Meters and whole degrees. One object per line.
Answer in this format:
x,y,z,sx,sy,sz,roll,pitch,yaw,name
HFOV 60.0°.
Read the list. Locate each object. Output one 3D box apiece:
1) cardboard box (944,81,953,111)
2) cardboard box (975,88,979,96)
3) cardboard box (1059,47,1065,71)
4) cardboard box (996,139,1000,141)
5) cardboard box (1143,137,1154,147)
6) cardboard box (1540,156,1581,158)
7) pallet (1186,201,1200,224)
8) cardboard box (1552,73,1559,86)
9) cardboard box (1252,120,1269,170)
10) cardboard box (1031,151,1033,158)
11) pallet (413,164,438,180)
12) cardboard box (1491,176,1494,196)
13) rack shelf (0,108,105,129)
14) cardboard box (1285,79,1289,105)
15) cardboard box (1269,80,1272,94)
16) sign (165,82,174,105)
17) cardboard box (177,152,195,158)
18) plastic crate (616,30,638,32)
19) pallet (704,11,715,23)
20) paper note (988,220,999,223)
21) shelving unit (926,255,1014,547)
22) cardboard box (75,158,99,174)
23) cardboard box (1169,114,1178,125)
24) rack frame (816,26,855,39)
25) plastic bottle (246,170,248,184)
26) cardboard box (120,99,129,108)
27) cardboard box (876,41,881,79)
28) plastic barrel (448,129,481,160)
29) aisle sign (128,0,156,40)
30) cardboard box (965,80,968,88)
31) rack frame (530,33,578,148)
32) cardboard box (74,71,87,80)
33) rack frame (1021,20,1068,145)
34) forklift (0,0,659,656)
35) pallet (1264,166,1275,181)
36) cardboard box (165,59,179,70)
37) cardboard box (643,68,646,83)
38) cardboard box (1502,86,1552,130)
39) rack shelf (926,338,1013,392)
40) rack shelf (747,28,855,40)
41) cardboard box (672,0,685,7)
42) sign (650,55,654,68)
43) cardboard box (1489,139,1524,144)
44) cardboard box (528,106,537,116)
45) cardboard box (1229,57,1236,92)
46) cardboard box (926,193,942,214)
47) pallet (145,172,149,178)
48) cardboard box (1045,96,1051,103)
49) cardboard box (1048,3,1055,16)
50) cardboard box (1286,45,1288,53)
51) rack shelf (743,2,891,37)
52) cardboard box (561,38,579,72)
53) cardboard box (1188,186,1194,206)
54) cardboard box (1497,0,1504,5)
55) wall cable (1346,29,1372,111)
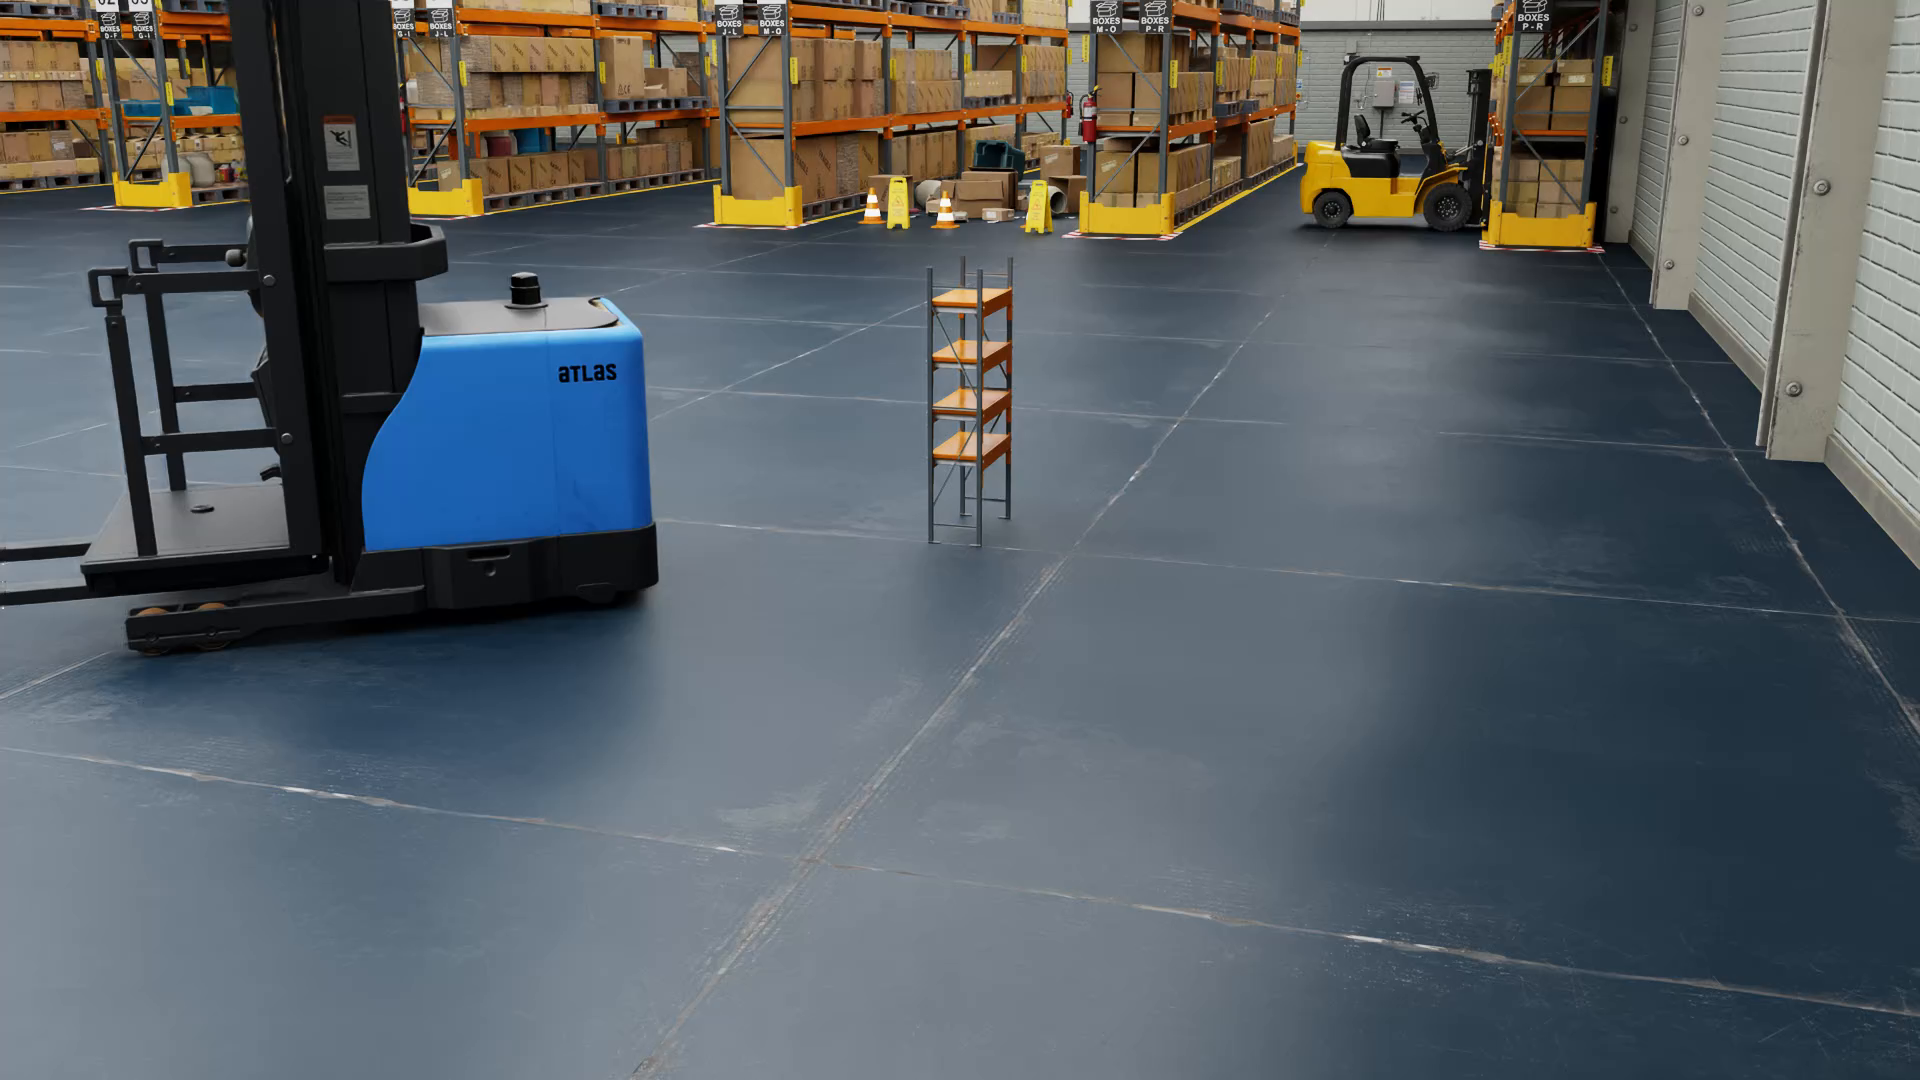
-0.427,-7.554,28.282,0.500,0.500,0.500,5,16,16,cardboard box
0.135,-8.169,30.325,0.380,0.149,0.250,5,17,18,cardboard box
1.968,-10.401,35.943,0.500,0.500,0.500,4,16,15,cardboard box
0.458,-7.340,31.521,0.500,0.500,0.500,4,16,15,cardboard box
2.486,-5.556,23.129,0.380,0.149,0.250,6,17,19,cardboard box
7.304,-4.543,20.286,0.500,0.250,0.500,5,16,16,cardboard box
2.722,-4.531,22.917,1.003,0.211,1.213,5,16,16,pallet
7.202,-5.439,19.636,0.380,0.149,0.250,5,16,16,cardboard box
5.149,-7.239,30.477,0.875,0.875,0.875,5,17,17,cardboard box
1.298,-8.004,34.508,0.380,0.149,0.250,4,16,13,cardboard box
-10.147,-7.029,31.724,1.003,0.211,1.213,5,16,16,pallet
6.965,-4.479,20.977,0.500,0.250,0.500,4,16,15,cardboard box
-16.343,-7.039,27.969,1.077,0.370,4.000,5,16,16,rack shelf
6.323,-9.010,33.416,0.500,0.500,0.500,5,17,18,cardboard box
5.470,-8.367,30.690,0.500,0.250,0.500,5,17,17,cardboard box
-11.637,-6.567,24.476,0.100,0.325,0.005,5,16,16,sign
-14.985,-7.277,31.757,0.500,0.250,0.500,5,17,17,cardboard box
-7.622,-11.724,38.058,0.450,0.188,0.336,5,16,16,plastic crate
-5.009,-9.711,30.918,1.213,0.211,1.003,5,17,18,pallet
0.447,-4.298,22.426,0.148,0.019,0.142,-1,16,-3,paper note
0.047,-0.621,7.318,0.258,1.200,0.503,5,16,16,shelving unit
-15.696,-6.650,29.546,0.500,0.250,0.500,5,16,16,cardboard box
2.594,-5.407,21.355,0.380,0.149,0.250,4,16,14,cardboard box
-2.867,-10.279,38.073,1.000,3.000,0.127,5,16,16,rack frame
-11.349,-5.826,26.568,0.097,0.271,0.097,0,16,0,plastic bottle
-15.326,-8.004,30.511,0.380,0.149,0.250,5,16,16,cardboard box
-1.688,-7.226,25.056,0.875,0.550,0.550,5,16,16,cardboard box
-9.767,-7.858,32.742,0.600,0.830,0.708,5,16,16,plastic barrel
-11.902,-7.686,24.167,0.394,0.787,0.004,5,16,16,aisle sign
-0.084,-8.110,29.571,0.380,0.149,0.250,5,17,18,cardboard box
-8.753,-9.617,35.737,1.000,3.000,0.127,5,16,16,rack frame
-15.646,-8.181,29.304,0.380,0.149,0.250,5,16,16,cardboard box
1.860,-9.868,36.623,1.000,3.000,0.127,5,16,16,rack frame
-2.751,-1.162,6.055,3.031,2.935,1.130,-5,17,-18,forklift
5.351,-6.915,31.322,1.003,0.211,1.213,5,16,16,pallet
-18.139,-10.805,37.786,0.500,0.250,0.500,5,17,17,cardboard box
-5.873,-7.852,28.557,0.797,0.503,0.637,6,17,22,cardboard box
6.735,-5.138,19.763,0.500,0.500,0.500,4,16,15,cardboard box
0.047,-0.771,7.276,0.258,0.148,0.480,5,16,16,rack shelf
-3.436,-10.853,35.917,1.077,0.370,4.000,5,16,16,rack shelf
-5.172,-9.639,29.218,0.500,0.500,0.500,5,16,16,cardboard box
-5.674,-8.785,30.684,0.100,0.325,0.005,5,16,16,sign
10.554,-7.481,32.020,0.700,0.500,0.500,4,16,14,cardboard box
-6.641,-6.489,25.170,0.380,0.149,0.250,5,16,16,cardboard box
3.928,-7.124,25.452,0.500,0.500,0.500,5,16,16,cardboard box
-0.273,-4.821,23.839,0.396,0.266,0.258,8,18,25,cardboard box
-15.257,-7.083,31.915,1.003,0.211,1.213,5,16,16,pallet
1.721,-9.376,35.348,0.380,0.149,0.250,4,16,13,cardboard box
1.680,-11.072,34.728,0.500,0.250,0.500,5,17,17,cardboard box
6.414,-9.904,33.547,0.380,0.149,0.250,5,17,17,cardboard box
-2.119,-7.302,23.399,1.077,0.370,4.000,5,16,16,rack shelf
-6.282,-7.542,25.861,0.500,0.500,0.500,5,16,16,cardboard box
2.877,-4.670,22.567,0.500,0.250,0.500,6,17,20,cardboard box
9.423,-9.272,28.533,0.380,0.149,0.250,5,17,17,cardboard box
9.577,-11.370,40.055,0.588,1.984,0.122,5,16,16,wall cable
